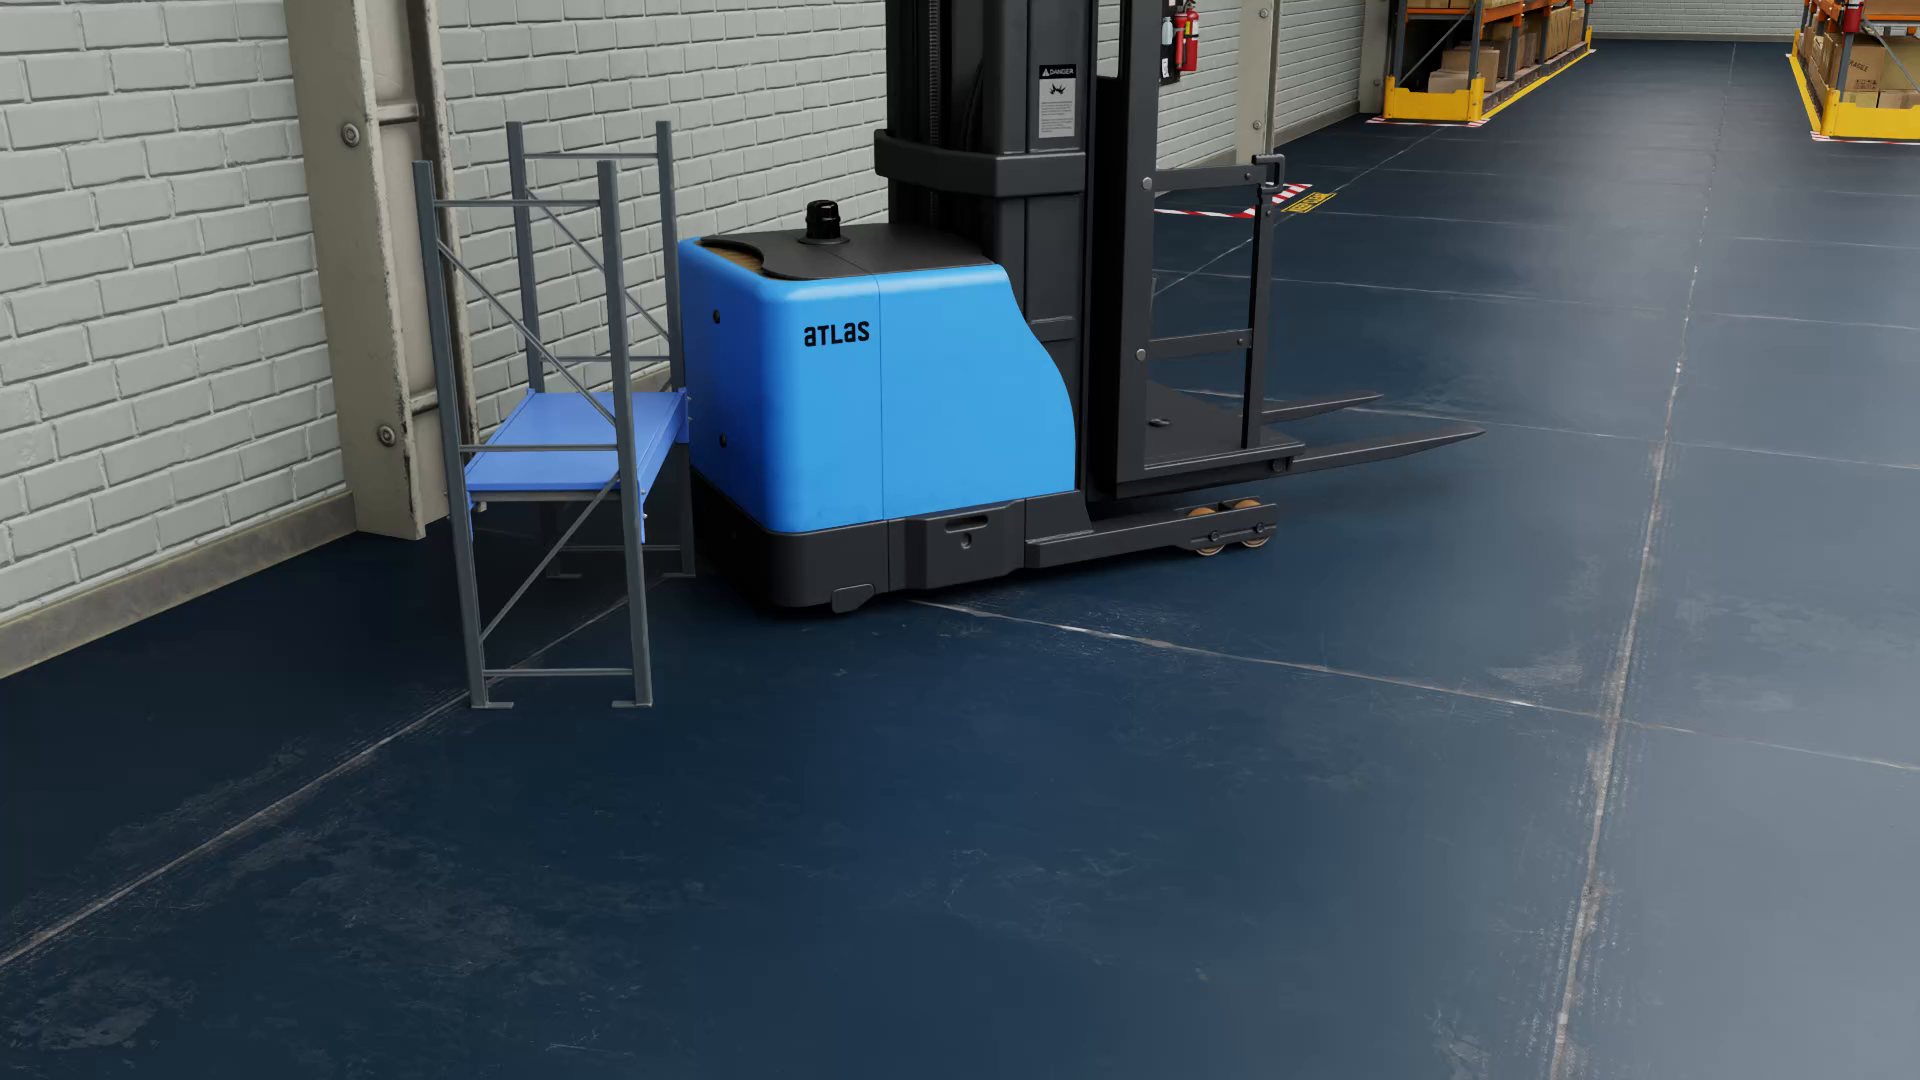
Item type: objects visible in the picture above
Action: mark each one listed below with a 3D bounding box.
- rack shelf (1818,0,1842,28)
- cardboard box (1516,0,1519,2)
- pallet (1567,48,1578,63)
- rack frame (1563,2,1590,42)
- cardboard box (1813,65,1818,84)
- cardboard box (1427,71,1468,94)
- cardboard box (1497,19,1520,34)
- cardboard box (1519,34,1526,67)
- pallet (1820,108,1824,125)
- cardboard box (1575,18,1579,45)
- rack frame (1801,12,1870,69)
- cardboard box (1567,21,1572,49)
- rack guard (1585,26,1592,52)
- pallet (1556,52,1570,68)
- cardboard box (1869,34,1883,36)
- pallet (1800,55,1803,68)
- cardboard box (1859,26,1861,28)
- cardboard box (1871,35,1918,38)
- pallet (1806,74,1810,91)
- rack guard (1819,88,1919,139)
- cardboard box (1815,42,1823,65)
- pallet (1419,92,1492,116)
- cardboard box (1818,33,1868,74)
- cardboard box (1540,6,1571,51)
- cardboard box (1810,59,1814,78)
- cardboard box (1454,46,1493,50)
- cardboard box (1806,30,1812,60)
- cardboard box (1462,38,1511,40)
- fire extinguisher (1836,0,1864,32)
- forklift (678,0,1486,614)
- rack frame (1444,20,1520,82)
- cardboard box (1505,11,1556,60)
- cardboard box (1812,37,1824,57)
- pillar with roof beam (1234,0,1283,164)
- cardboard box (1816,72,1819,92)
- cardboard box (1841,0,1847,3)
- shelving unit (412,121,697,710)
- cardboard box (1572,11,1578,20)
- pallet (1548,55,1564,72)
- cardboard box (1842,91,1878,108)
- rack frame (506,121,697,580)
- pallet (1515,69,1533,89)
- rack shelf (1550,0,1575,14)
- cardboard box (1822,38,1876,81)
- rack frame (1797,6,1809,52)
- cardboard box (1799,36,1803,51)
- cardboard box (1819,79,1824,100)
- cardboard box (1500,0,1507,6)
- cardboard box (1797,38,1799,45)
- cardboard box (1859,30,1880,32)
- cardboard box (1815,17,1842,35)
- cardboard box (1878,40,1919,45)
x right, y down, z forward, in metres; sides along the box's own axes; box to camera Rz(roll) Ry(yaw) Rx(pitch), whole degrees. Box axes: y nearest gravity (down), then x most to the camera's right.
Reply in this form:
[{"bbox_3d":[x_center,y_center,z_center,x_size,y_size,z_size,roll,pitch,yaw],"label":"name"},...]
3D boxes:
[{"bbox_3d":[12.841,-7.480,23.598,1.077,0.370,4.000,9,21,23],"label":"rack shelf"},{"bbox_3d":[7.372,-7.487,22.739,0.500,0.250,0.500,9,21,23],"label":"cardboard box"},{"bbox_3d":[11.160,-9.239,31.634,1.003,0.211,1.213,9,21,23],"label":"pallet"},{"bbox_3d":[12.415,-11.554,33.981,1.000,3.000,0.127,9,21,23],"label":"rack frame"},{"bbox_3d":[12.136,-6.431,23.051,0.500,0.250,0.500,8,21,22],"label":"cardboard box"},{"bbox_3d":[6.229,-5.803,21.165,0.500,0.311,0.500,6,20,17],"label":"cardboard box"},{"bbox_3d":[8.395,-7.941,25.775,0.500,0.250,0.500,8,21,22],"label":"cardboard box"},{"bbox_3d":[8.575,-7.769,26.413,0.700,0.500,0.500,9,21,23],"label":"cardboard box"},{"bbox_3d":[10.659,-4.910,19.461,1.003,0.211,1.213,9,21,23],"label":"pallet"},{"bbox_3d":[11.810,-10.040,32.827,0.700,0.500,0.500,8,21,21],"label":"cardboard box"},{"bbox_3d":[15.298,-9.653,28.635,1.000,3.000,0.127,9,21,23],"label":"rack frame"},{"bbox_3d":[11.177,-9.566,31.495,0.700,0.500,0.500,9,21,23],"label":"cardboard box"},{"bbox_3d":[12.425,-10.384,34.421,1.175,0.500,0.348,9,21,23],"label":"rack guard"},{"bbox_3d":[10.530,-8.771,30.318,1.003,0.211,1.213,9,21,23],"label":"pallet"},{"bbox_3d":[14.317,-7.720,26.275,0.500,0.500,0.500,8,21,21],"label":"cardboard box"},{"bbox_3d":[15.580,-8.549,29.692,1.003,0.211,1.213,9,21,23],"label":"pallet"},{"bbox_3d":[16.938,-9.705,31.856,0.500,0.500,0.500,9,21,23],"label":"cardboard box"},{"bbox_3d":[11.816,-6.140,21.115,0.500,0.500,0.500,9,21,23],"label":"cardboard box"},{"bbox_3d":[13.288,-6.870,24.971,1.003,0.211,1.213,9,21,23],"label":"pallet"},{"bbox_3d":[10.374,-4.800,18.718,1.175,0.500,0.348,9,21,23],"label":"rack guard"},{"bbox_3d":[12.340,-6.849,23.391,0.500,0.311,0.500,8,21,23],"label":"cardboard box"},{"bbox_3d":[6.260,-5.616,21.445,1.003,0.211,1.213,9,21,23],"label":"pallet"},{"bbox_3d":[11.547,-6.364,21.745,0.500,0.500,0.500,9,21,23],"label":"cardboard box"},{"bbox_3d":[10.630,-9.300,30.224,0.750,0.750,0.750,9,21,23],"label":"cardboard box"},{"bbox_3d":[12.765,-6.899,24.369,0.500,0.250,0.500,8,21,21],"label":"cardboard box"},{"bbox_3d":[7.113,-6.593,23.104,0.500,0.500,0.500,7,21,19],"label":"cardboard box"},{"bbox_3d":[14.458,-8.252,27.769,0.500,0.500,0.500,9,21,23],"label":"cardboard box"},{"bbox_3d":[7.953,-7.308,25.114,0.700,0.500,0.500,8,21,22],"label":"cardboard box"},{"bbox_3d":[9.912,-5.976,18.411,0.296,0.674,0.183,9,21,23],"label":"fire extinguisher"},{"bbox_3d":[0.557,-1.474,5.738,3.031,2.935,1.130,-9,22,-25],"label":"forklift"},{"bbox_3d":[7.501,-7.886,23.666,1.000,3.000,0.127,9,21,23],"label":"rack frame"},{"bbox_3d":[9.560,-8.501,27.976,0.750,0.750,0.750,8,21,22],"label":"cardboard box"},{"bbox_3d":[12.970,-7.315,24.701,0.500,0.311,0.500,8,21,21],"label":"cardboard box"},{"bbox_3d":[6.831,-7.398,13.340,9.100,9.000,0.400,9,21,23],"label":"pillar with roof beam"},{"bbox_3d":[11.556,-6.010,21.867,0.500,0.250,0.500,9,21,23],"label":"cardboard box"},{"bbox_3d":[12.215,-7.438,22.608,0.396,0.266,0.258,8,21,21],"label":"cardboard box"},{"bbox_3d":[-1.128,-0.411,4.885,0.538,1.500,1.048,-1,20,-2],"label":"shelving unit"},{"bbox_3d":[11.697,-10.111,32.059,0.380,0.149,0.250,8,21,21],"label":"cardboard box"},{"bbox_3d":[10.032,-8.397,29.265,1.003,0.211,1.213,9,21,23],"label":"pallet"},{"bbox_3d":[10.334,-5.091,19.285,0.500,0.250,0.500,9,21,23],"label":"cardboard box"},{"bbox_3d":[-1.142,-0.581,5.364,0.500,1.500,0.032,-1,20,-2],"label":"rack frame"},{"bbox_3d":[8.317,-7.185,25.856,1.003,0.211,1.213,9,21,23],"label":"pallet"},{"bbox_3d":[9.958,-9.381,28.944,1.077,0.370,4.000,9,21,23],"label":"rack shelf"},{"bbox_3d":[10.934,-5.905,20.455,0.500,0.500,0.500,9,21,23],"label":"cardboard box"},{"bbox_3d":[16.936,-10.876,32.073,1.000,3.000,0.127,9,21,23],"label":"rack frame"},{"bbox_3d":[15.580,-9.036,30.256,0.500,0.311,0.500,9,21,23],"label":"cardboard box"},{"bbox_3d":[10.938,-5.552,20.579,0.500,0.250,0.500,9,21,23],"label":"cardboard box"},{"bbox_3d":[6.767,-7.023,21.434,0.500,0.250,0.500,8,21,22],"label":"cardboard box"},{"bbox_3d":[16.349,-9.591,32.032,0.380,0.166,0.250,9,21,23],"label":"cardboard box"},{"bbox_3d":[14.942,-8.189,27.593,0.500,0.500,0.500,9,21,23],"label":"cardboard box"},{"bbox_3d":[13.848,-8.149,26.361,0.500,0.250,0.500,9,22,25],"label":"cardboard box"},{"bbox_3d":[11.203,-5.681,19.825,0.500,0.500,0.500,9,21,23],"label":"cardboard box"}]
